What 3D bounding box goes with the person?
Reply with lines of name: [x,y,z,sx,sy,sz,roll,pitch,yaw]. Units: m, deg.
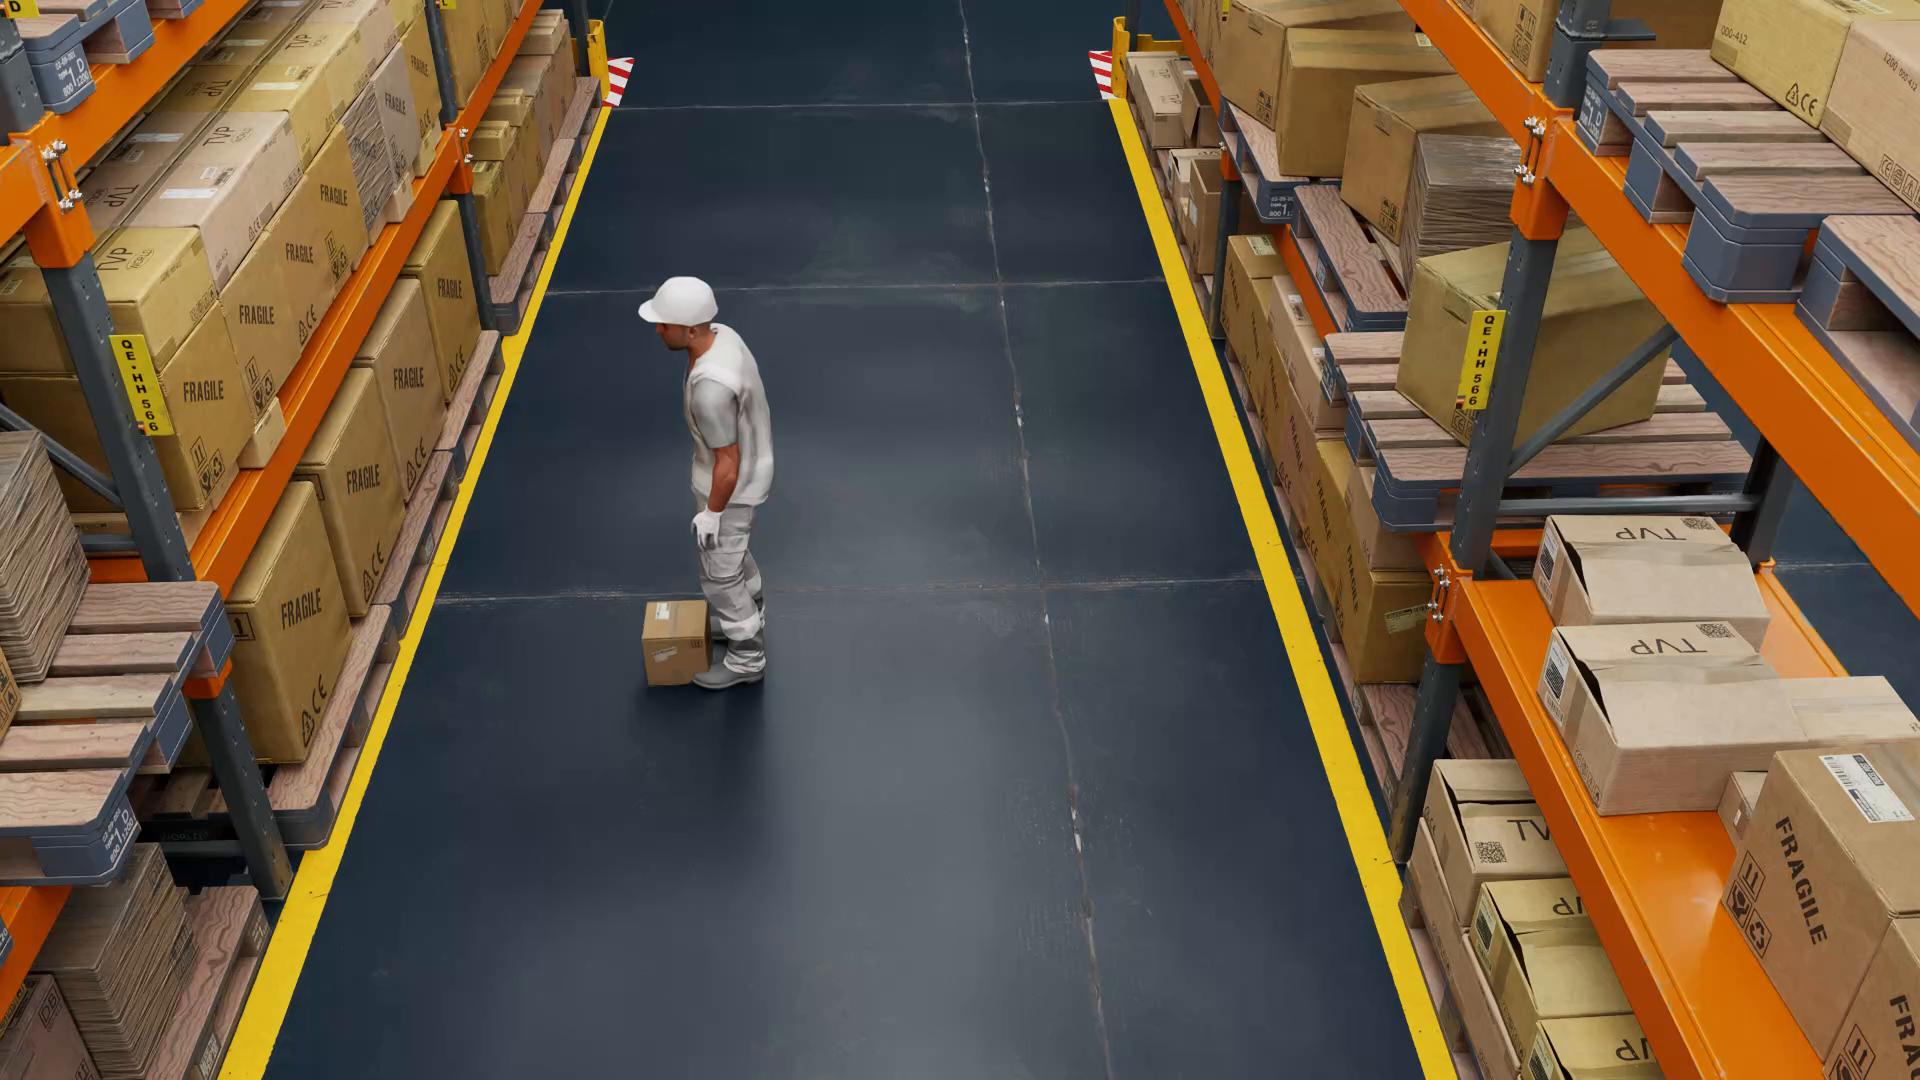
person: [-0.935,-0.217,6.442,0.444,1.779,0.584,-3,35,-4]
